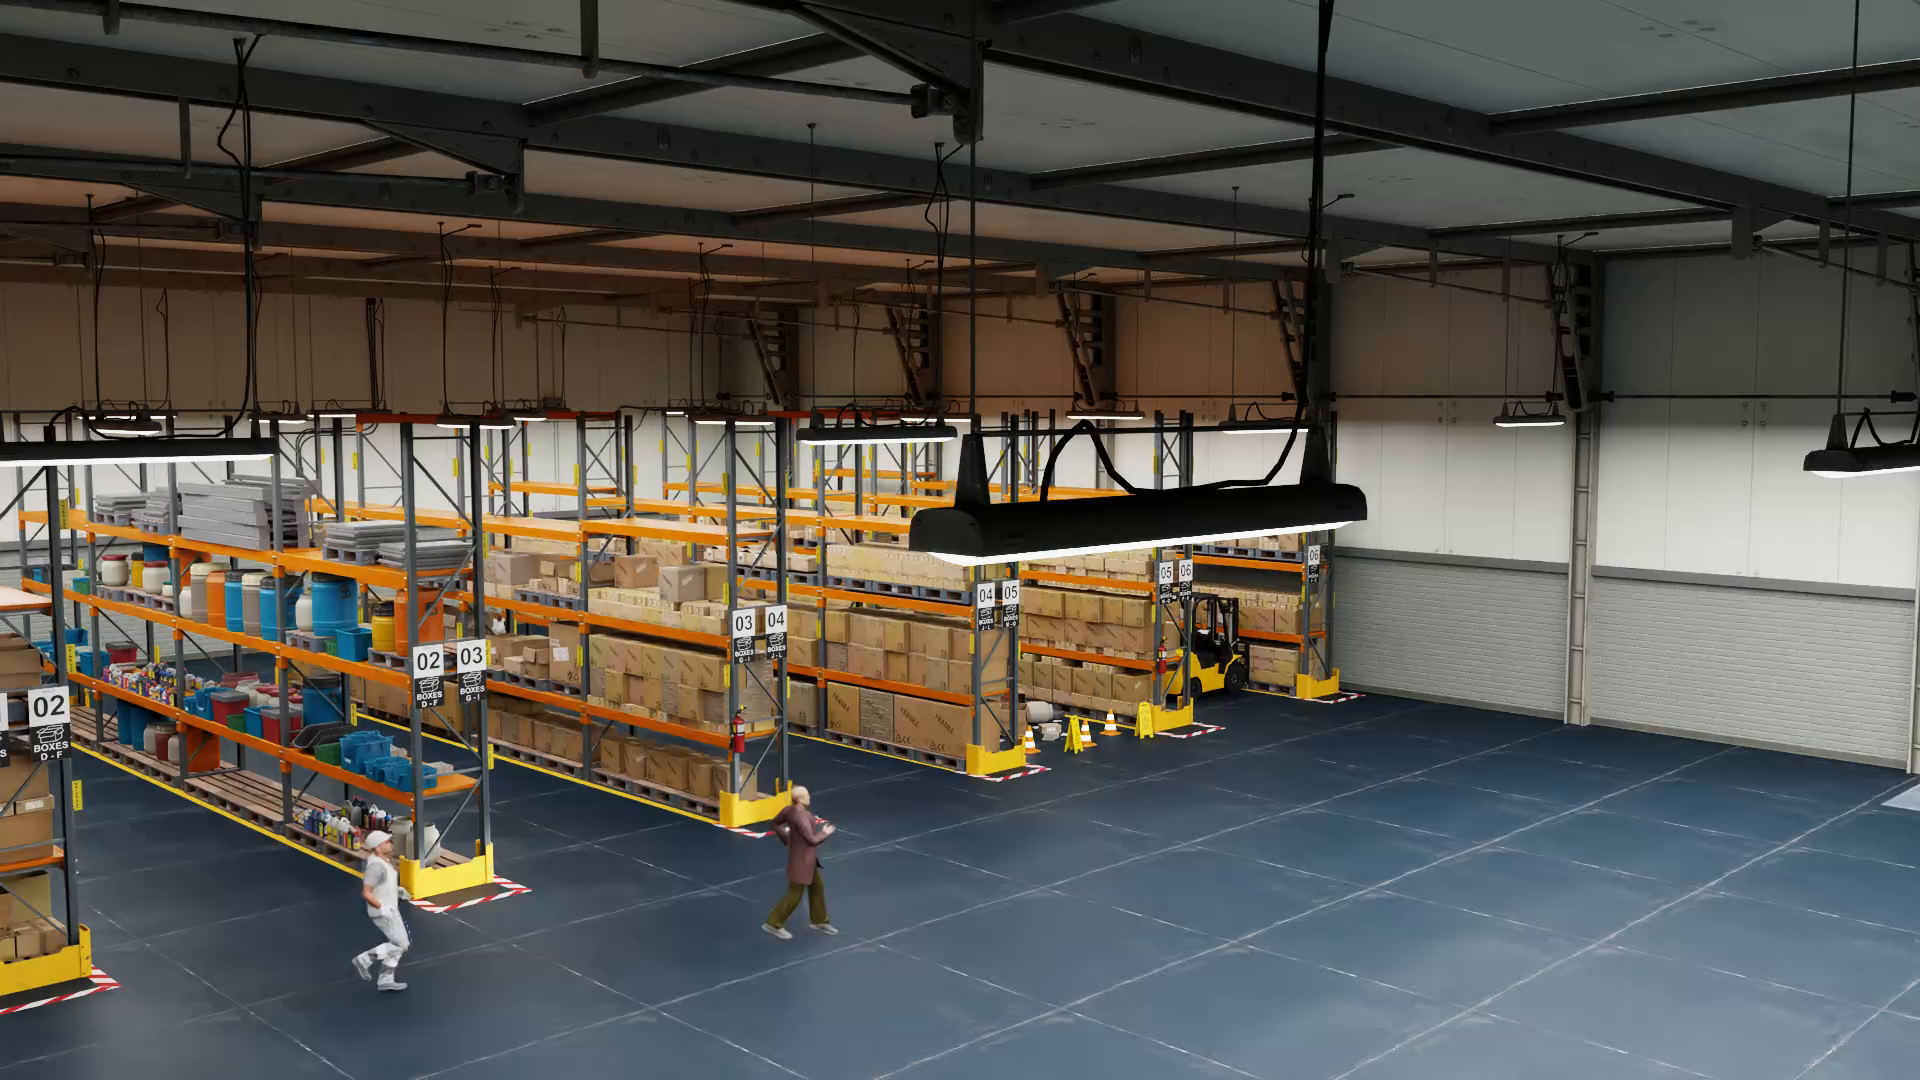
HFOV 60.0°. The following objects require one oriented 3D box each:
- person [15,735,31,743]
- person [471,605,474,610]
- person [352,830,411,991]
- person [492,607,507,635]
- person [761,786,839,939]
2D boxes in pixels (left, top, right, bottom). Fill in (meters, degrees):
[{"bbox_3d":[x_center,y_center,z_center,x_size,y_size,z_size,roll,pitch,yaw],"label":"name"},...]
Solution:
[{"bbox_3d":[-14.834,3.191,26.180,0.919,1.702,0.612,3,6,34],"label":"person"},{"bbox_3d":[-10.987,2.266,37.350,0.637,1.707,0.881,-3,6,-34],"label":"person"},{"bbox_3d":[-6.152,3.937,17.666,0.596,1.737,0.669,-1,5,-15],"label":"person"},{"bbox_3d":[-10.158,2.318,36.610,0.588,1.705,0.880,-4,7,-42],"label":"person"},{"bbox_3d":[-1.852,3.753,19.285,0.949,1.824,0.684,-2,5,-17],"label":"person"}]
